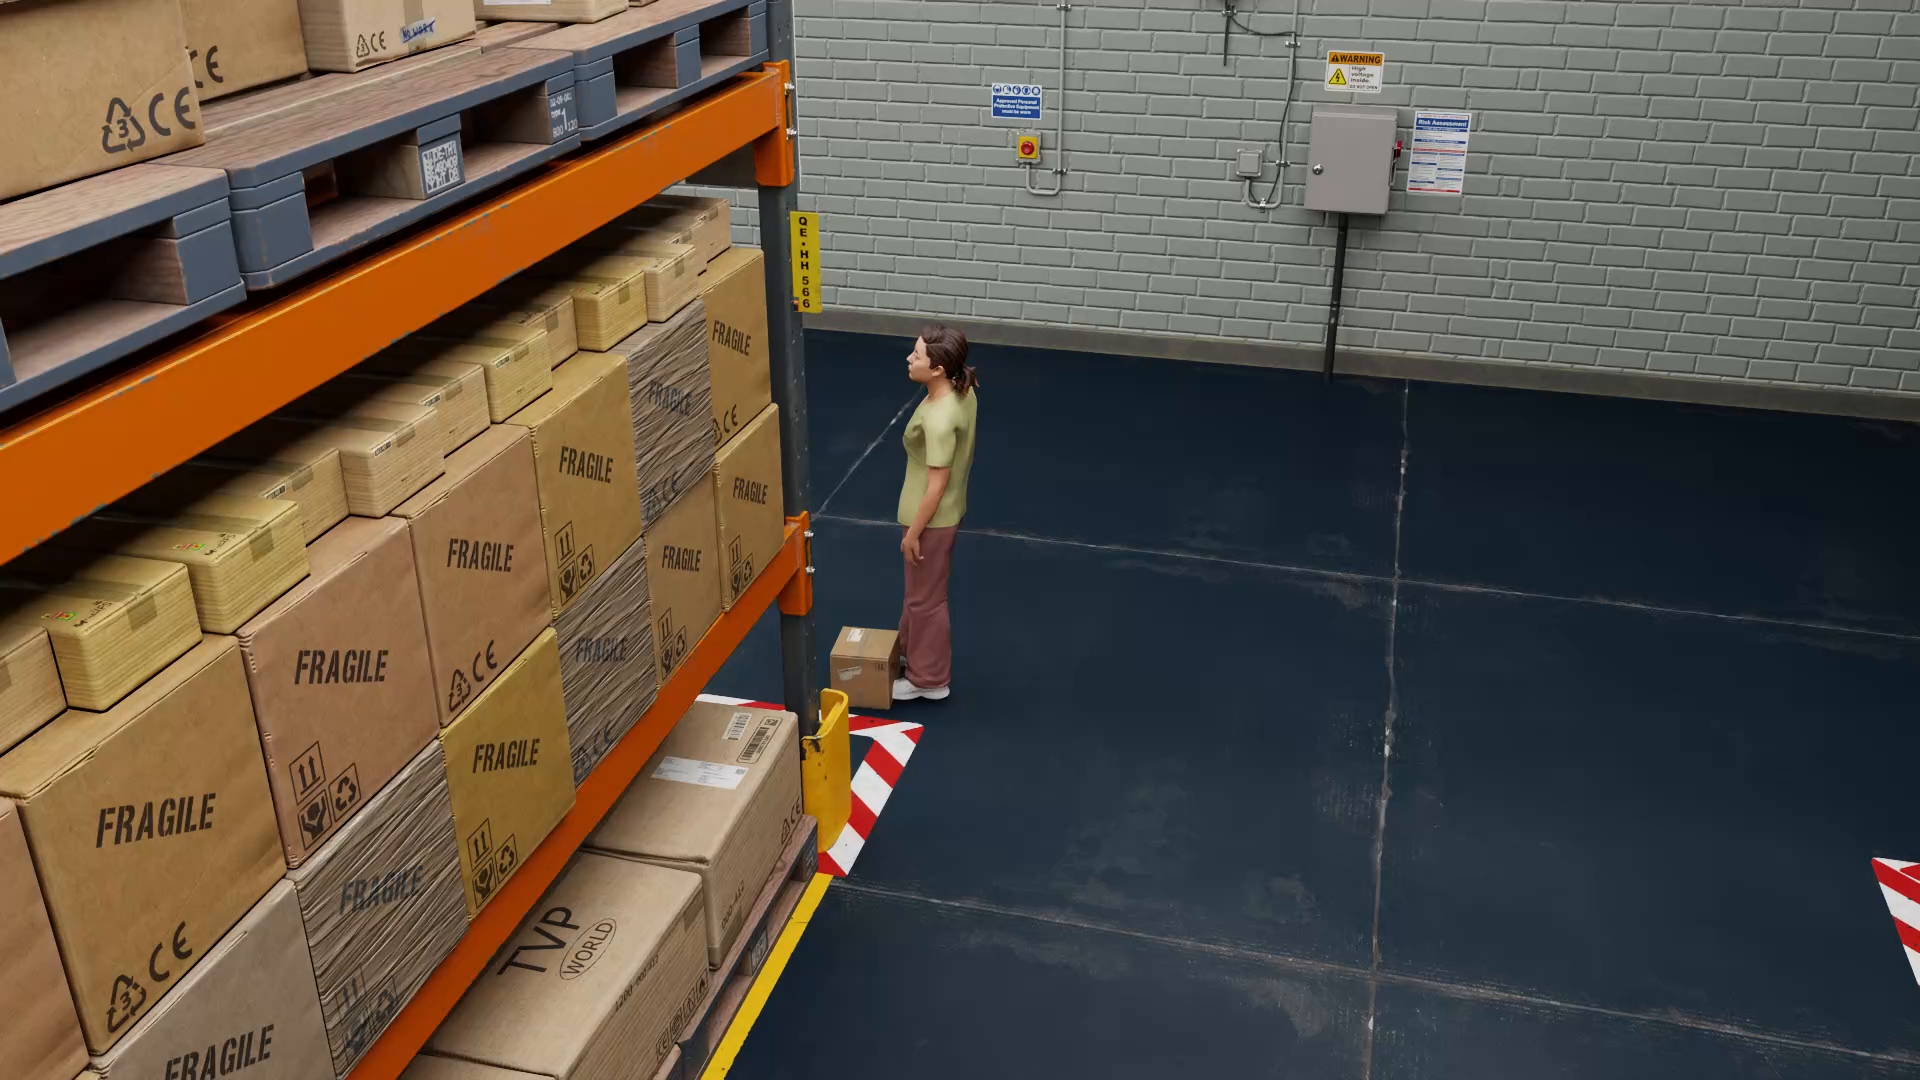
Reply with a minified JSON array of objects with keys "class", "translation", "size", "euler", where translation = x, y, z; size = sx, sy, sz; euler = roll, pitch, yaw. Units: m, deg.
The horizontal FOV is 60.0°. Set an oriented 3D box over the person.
[{"class":"person","translation":[-0.183,-0.100,6.800],"size":[0.549,1.675,0.553],"euler":[5,26,11]}]
